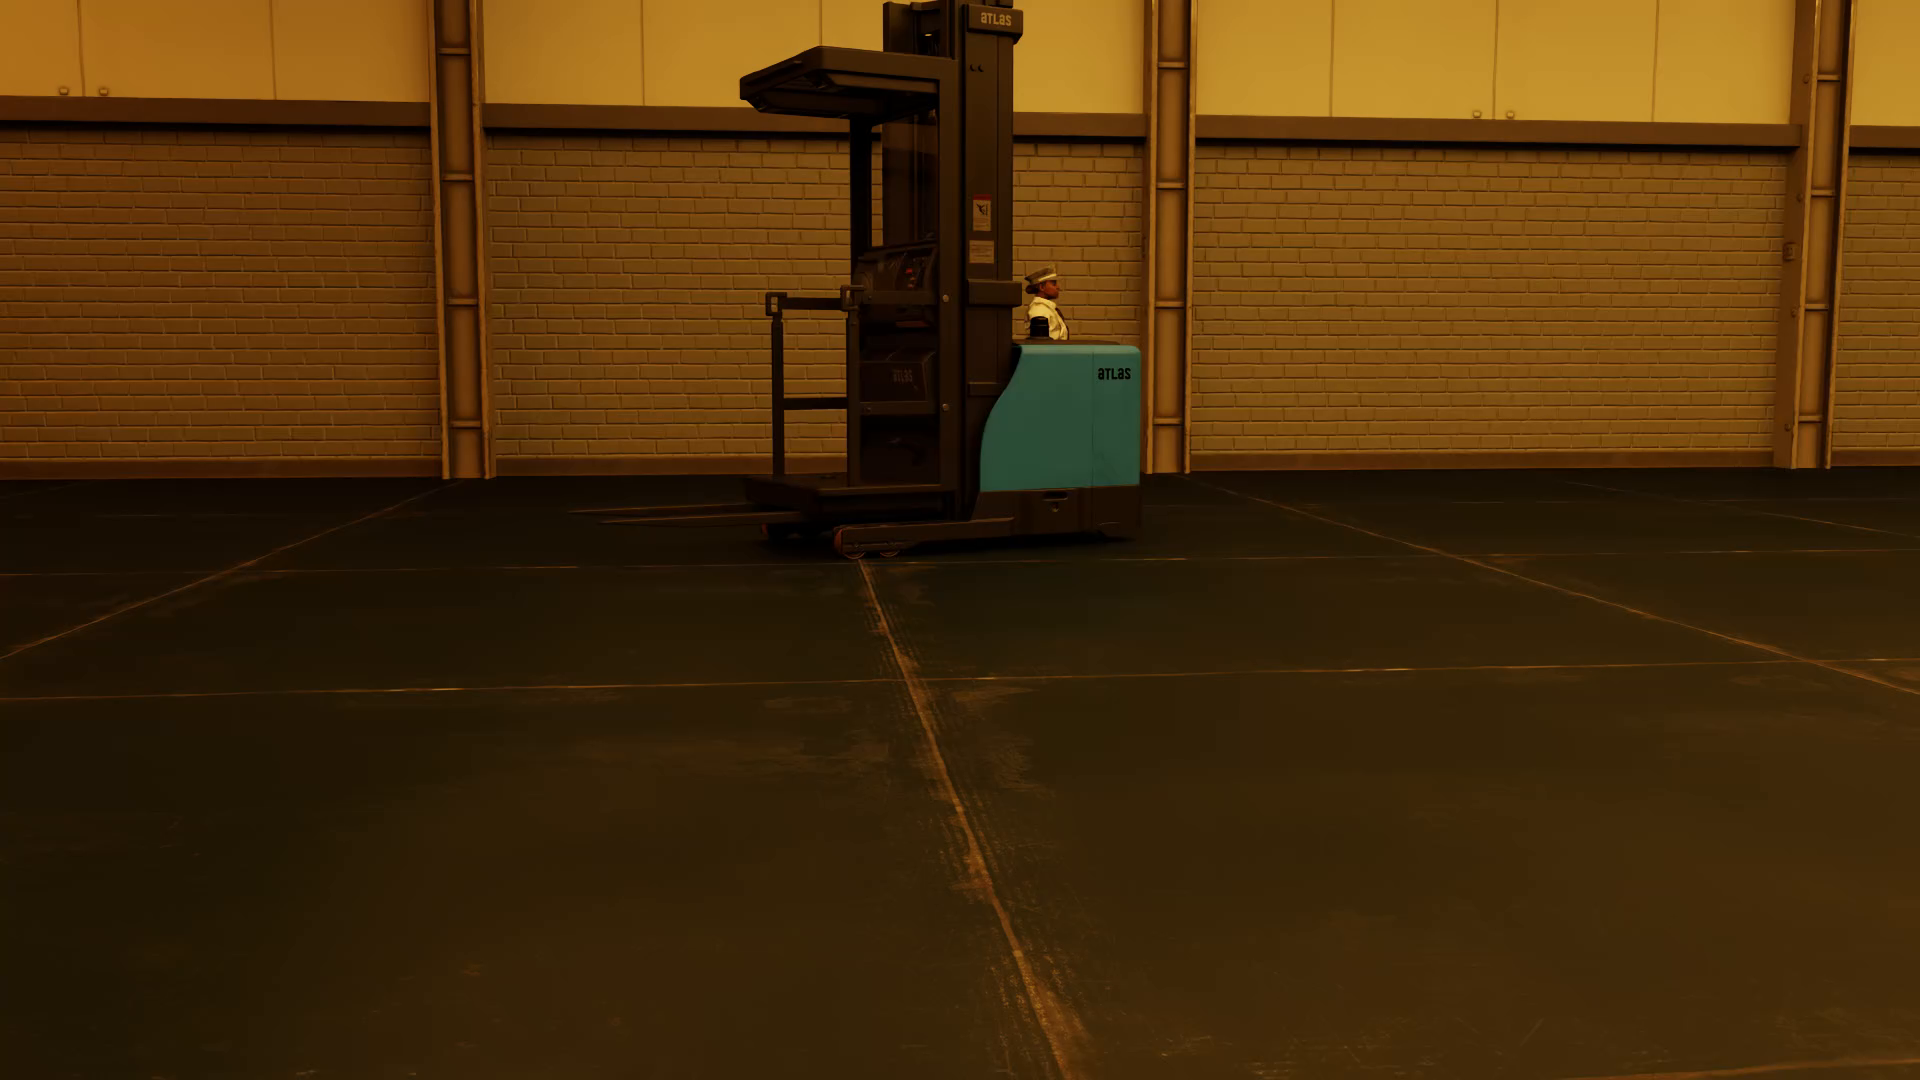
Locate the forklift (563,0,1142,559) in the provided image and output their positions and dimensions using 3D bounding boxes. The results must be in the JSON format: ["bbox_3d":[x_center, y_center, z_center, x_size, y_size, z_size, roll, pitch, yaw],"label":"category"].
[{"bbox_3d":[-0.536,-1.426,8.780,3.031,2.935,1.130,-3,7,-28],"label":"forklift"}]

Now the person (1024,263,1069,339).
[{"bbox_3d":[0.633,-1.170,12.171,0.352,1.694,0.453,0,6,2],"label":"person"}]
